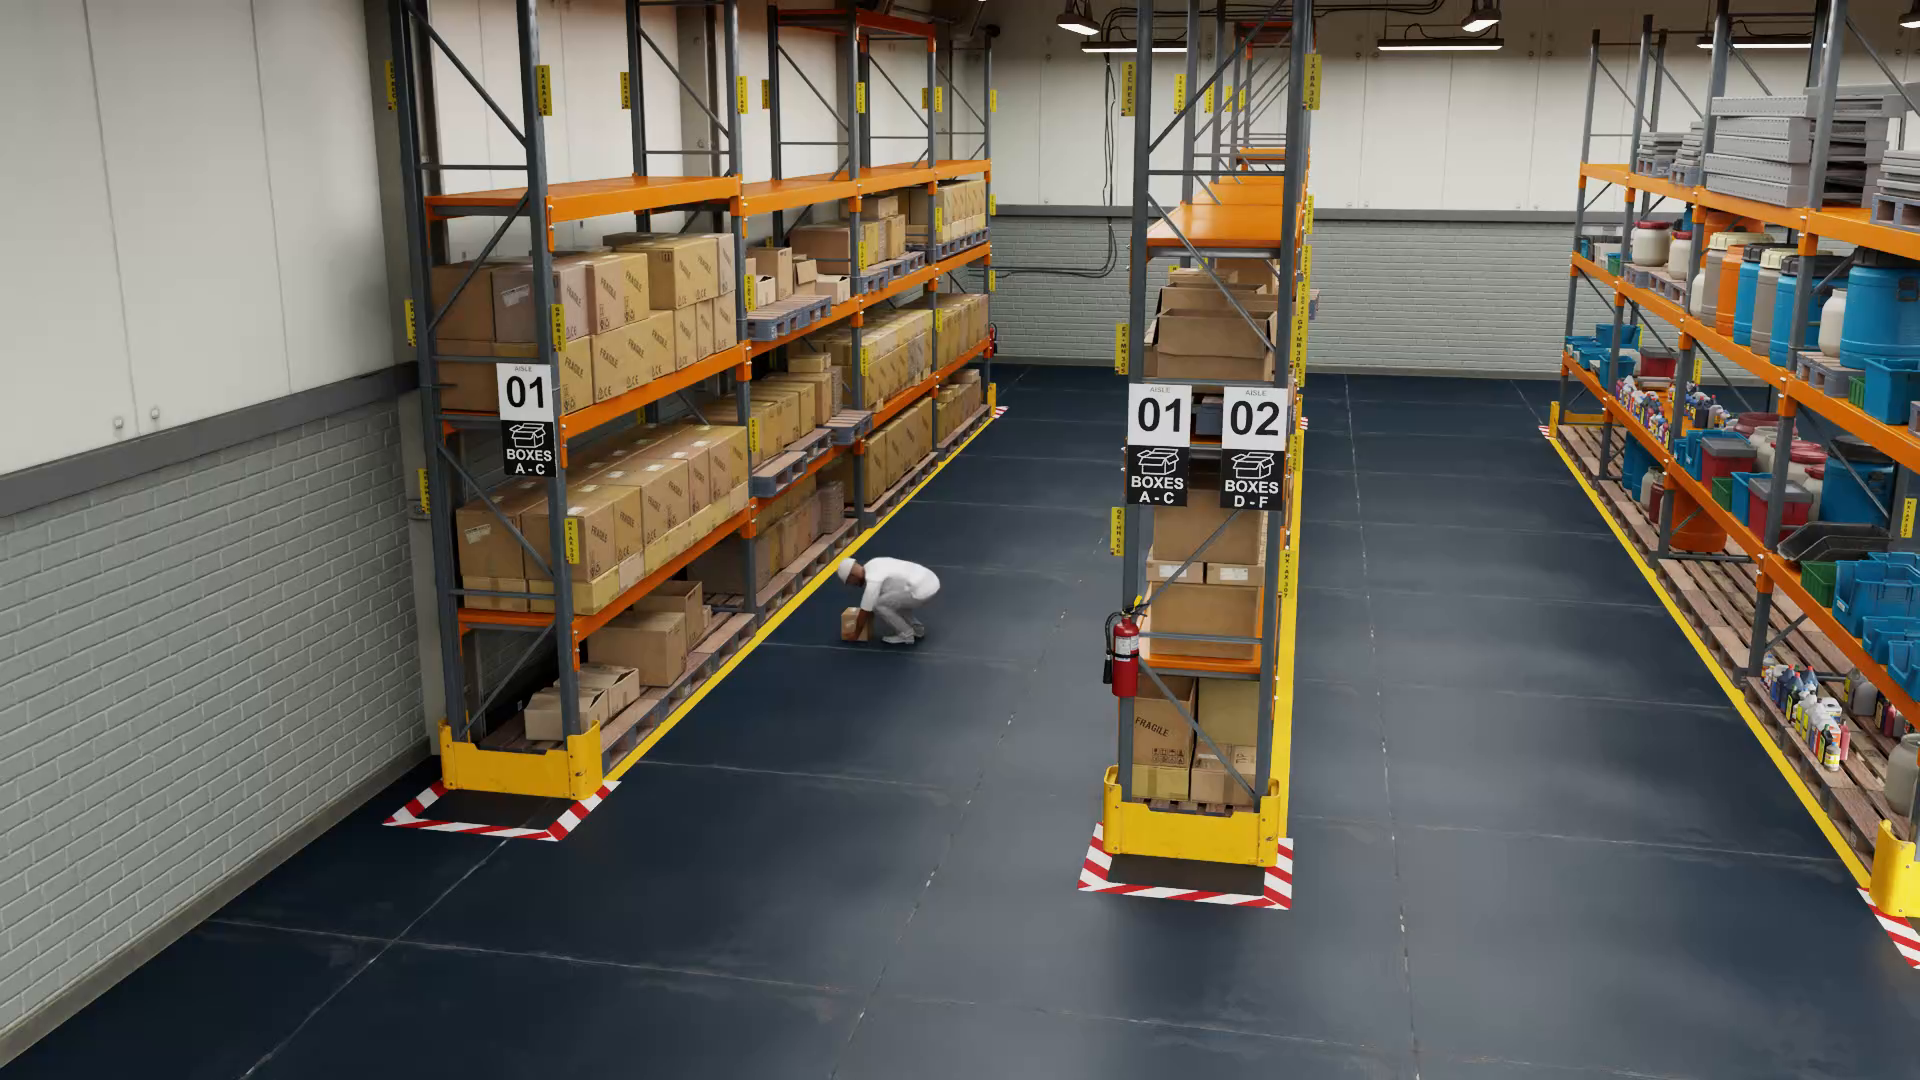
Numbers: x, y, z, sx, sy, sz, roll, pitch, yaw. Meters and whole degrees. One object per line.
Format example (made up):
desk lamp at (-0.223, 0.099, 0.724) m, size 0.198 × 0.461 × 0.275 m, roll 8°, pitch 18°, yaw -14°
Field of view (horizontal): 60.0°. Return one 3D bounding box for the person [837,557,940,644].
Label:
person at (-0.681, 0.574, 15.740) m, size 0.963 × 0.806 × 0.528 m, roll 3°, pitch 15°, yaw 10°
